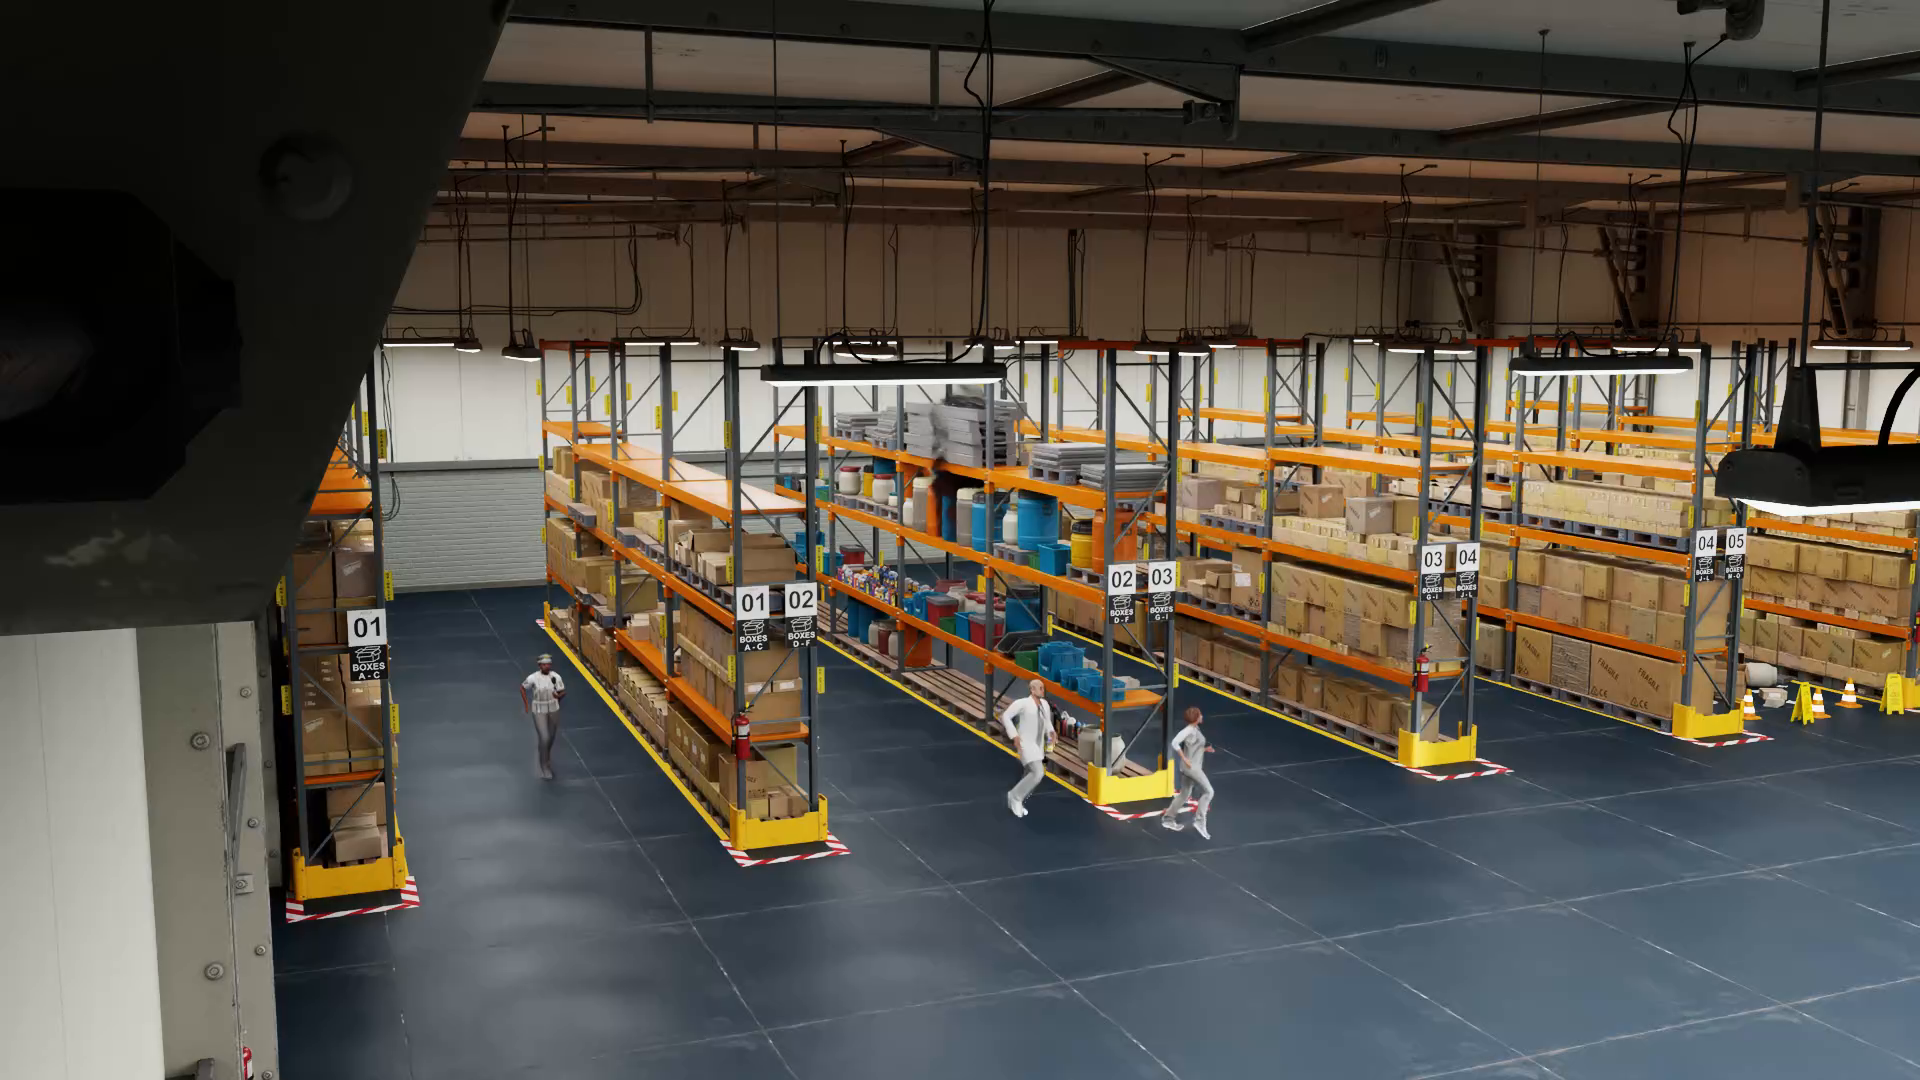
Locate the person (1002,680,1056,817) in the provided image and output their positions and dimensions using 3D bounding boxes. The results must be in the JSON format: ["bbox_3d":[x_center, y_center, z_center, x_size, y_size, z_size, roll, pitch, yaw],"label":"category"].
[{"bbox_3d":[0.952,2.679,21.561,0.662,1.732,0.712,6,10,39],"label":"person"}]

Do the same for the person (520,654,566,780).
[{"bbox_3d":[-5.838,2.458,23.408,0.549,1.750,0.755,-5,9,-33],"label":"person"}]

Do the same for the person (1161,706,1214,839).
[{"bbox_3d":[2.833,2.872,20.693,0.644,1.614,0.536,1,7,4],"label":"person"}]

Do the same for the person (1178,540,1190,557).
[{"bbox_3d":[5.594,0.050,41.609,0.780,1.783,0.661,1,7,4],"label":"person"}]
